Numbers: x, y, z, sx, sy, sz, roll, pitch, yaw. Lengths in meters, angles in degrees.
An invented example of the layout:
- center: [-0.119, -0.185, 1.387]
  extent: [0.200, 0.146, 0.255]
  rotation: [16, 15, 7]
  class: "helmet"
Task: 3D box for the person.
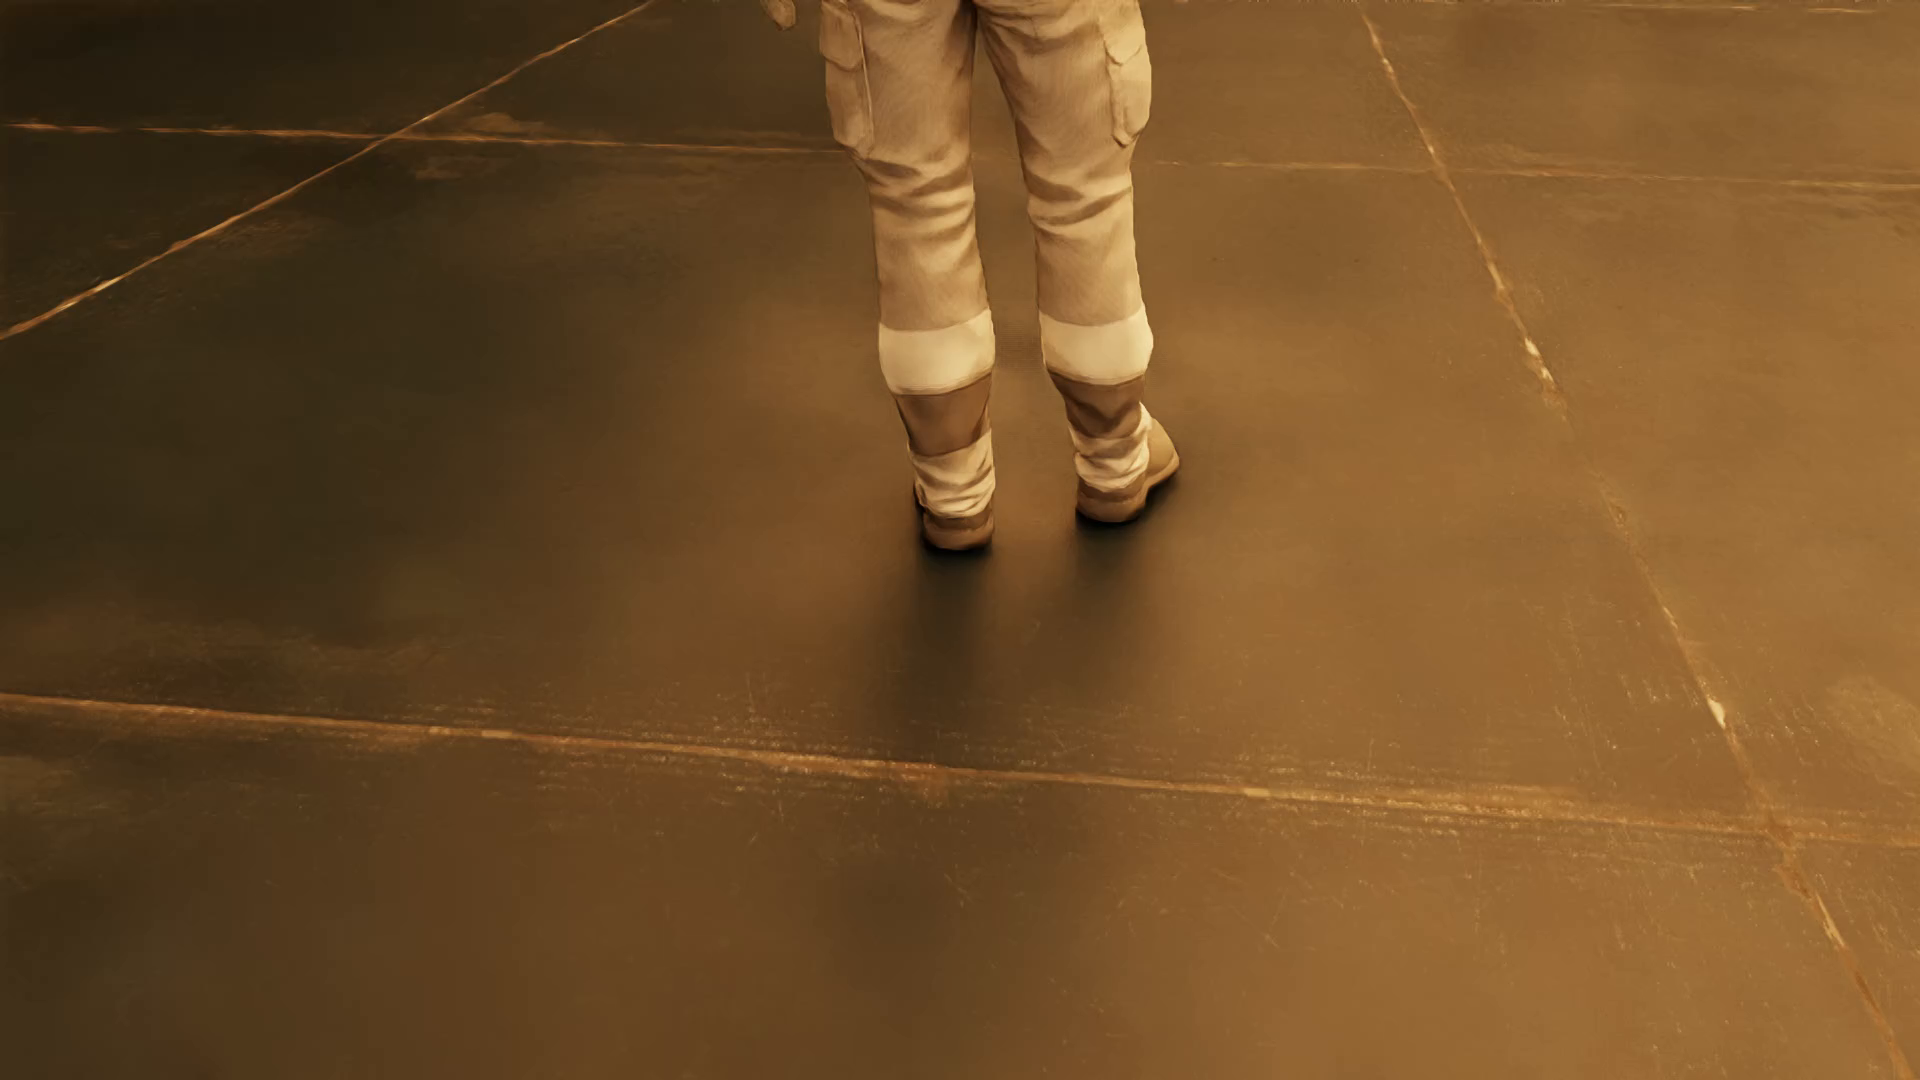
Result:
- center: [0.021, -0.840, 2.169]
  extent: [0.637, 1.783, 0.563]
  rotation: [3, 27, 7]
  class: "person"
